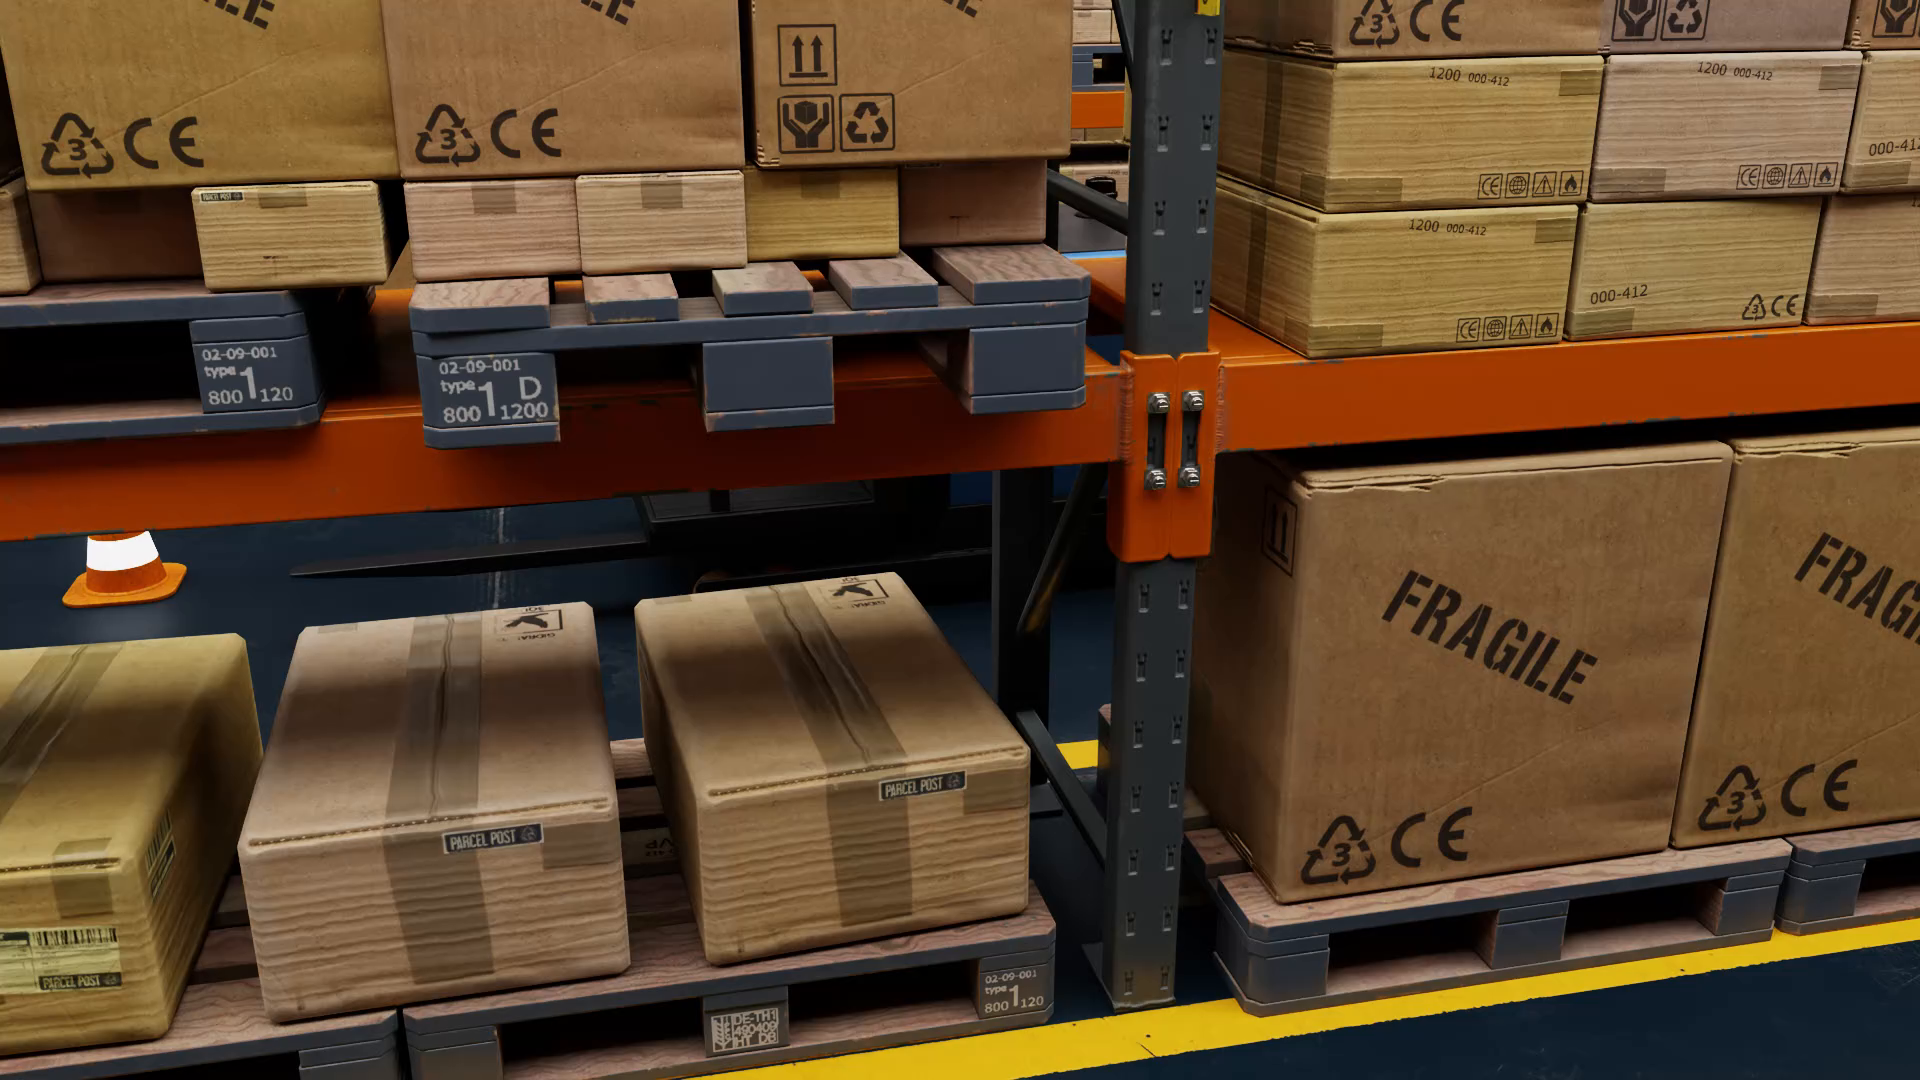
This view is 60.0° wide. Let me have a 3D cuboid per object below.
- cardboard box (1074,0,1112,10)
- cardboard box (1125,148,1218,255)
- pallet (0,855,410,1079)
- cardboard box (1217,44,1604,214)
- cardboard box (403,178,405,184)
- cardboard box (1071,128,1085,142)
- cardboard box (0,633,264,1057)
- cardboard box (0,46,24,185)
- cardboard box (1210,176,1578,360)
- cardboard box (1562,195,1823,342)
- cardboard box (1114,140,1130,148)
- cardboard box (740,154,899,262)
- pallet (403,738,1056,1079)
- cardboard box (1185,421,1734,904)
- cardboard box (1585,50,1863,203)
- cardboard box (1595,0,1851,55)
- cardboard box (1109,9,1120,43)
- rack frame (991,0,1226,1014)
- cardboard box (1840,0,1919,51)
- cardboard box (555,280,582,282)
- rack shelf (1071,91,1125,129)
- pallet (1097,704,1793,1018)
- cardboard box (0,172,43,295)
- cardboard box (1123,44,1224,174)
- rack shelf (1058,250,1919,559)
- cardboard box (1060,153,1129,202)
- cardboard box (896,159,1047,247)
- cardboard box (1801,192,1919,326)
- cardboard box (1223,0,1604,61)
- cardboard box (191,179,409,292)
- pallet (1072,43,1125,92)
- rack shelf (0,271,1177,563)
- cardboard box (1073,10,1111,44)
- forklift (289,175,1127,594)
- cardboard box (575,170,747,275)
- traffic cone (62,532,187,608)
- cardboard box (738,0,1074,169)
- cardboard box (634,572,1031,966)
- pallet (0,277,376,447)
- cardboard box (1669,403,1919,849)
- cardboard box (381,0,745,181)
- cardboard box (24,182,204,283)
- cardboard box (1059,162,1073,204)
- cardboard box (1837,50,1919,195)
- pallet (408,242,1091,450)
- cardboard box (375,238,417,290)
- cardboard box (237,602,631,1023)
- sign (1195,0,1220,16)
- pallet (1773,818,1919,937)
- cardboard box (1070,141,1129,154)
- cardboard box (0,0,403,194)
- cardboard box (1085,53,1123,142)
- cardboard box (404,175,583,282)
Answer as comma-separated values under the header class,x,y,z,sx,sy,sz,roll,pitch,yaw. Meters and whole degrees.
class,x,y,z,sx,sy,sz,roll,pitch,yaw
cardboard box,0.540,-2.571,7.794,0.250,0.149,0.380,-5,21,-12
cardboard box,0.683,-0.705,3.596,0.500,0.250,0.500,-5,21,-14
pallet,-1.696,0.818,3.275,1.213,0.211,1.003,-5,21,-12
cardboard box,0.800,-0.770,3.047,0.500,0.250,0.500,-5,21,-13
cardboard box,-0.941,-0.732,3.206,0.250,0.149,0.380,-5,21,-12
cardboard box,0.375,-3.353,13.086,0.875,0.875,1.225,-5,21,-14
cardboard box,-1.758,0.549,3.165,0.625,0.372,0.950,-4,20,-11
cardboard box,-1.651,-0.775,2.381,0.500,0.500,0.500,-6,21,-15
cardboard box,0.784,-0.532,3.125,0.500,0.250,0.500,-5,21,-13
cardboard box,1.280,-0.579,3.252,0.500,0.250,0.500,-5,21,-14
cardboard box,1.111,-1.937,8.676,0.500,0.250,0.500,-4,20,-10
cardboard box,-0.259,-0.577,2.784,0.250,0.149,0.380,-4,21,-12
pallet,-0.511,0.722,3.535,1.213,0.211,1.003,-5,21,-12
cardboard box,0.941,0.125,3.590,0.875,0.875,0.875,-5,21,-13
cardboard box,1.303,-0.811,3.158,0.500,0.250,0.500,-4,21,-11
cardboard box,1.267,-1.164,3.033,0.500,0.500,0.500,-5,21,-12
cardboard box,0.784,-2.450,7.896,0.250,0.149,0.380,-4,21,-12
rack frame,0.250,-0.648,3.223,0.127,3.000,1.000,-5,21,-12
cardboard box,1.774,-1.200,3.131,0.500,0.500,0.500,-4,21,-11
cardboard box,-1.601,-1.420,7.990,0.750,0.750,1.050,-5,21,-13
rack shelf,0.959,-2.118,8.281,4.000,0.370,1.077,-5,21,-12
pallet,1.035,0.624,3.804,1.213,0.211,1.003,-5,21,-12
cardboard box,-1.504,-0.474,2.501,0.250,0.149,0.380,-5,21,-14
cardboard box,0.663,-0.936,3.500,0.500,0.250,0.500,-5,21,-13
rack shelf,2.196,-0.469,3.779,4.000,0.370,1.077,-5,21,-12
cardboard box,0.718,-1.721,8.086,0.500,0.250,0.500,-4,21,-12
cardboard box,-0.015,-0.623,2.908,0.250,0.149,0.380,-4,20,-10
cardboard box,1.792,-0.618,3.360,0.500,0.250,0.500,-4,20,-11
cardboard box,0.786,-1.122,2.917,0.500,0.500,0.500,-5,21,-14
cardboard box,-1.005,-0.499,2.570,0.250,0.149,0.380,-4,21,-12
pallet,0.930,-2.377,8.223,1.213,0.211,1.003,-5,21,-12
rack shelf,-1.696,-0.152,2.915,4.000,0.370,1.077,-5,21,-12
cardboard box,0.539,-2.431,7.844,0.250,0.149,0.380,-4,20,-11
forklift,-0.606,-1.316,5.147,3.031,2.935,1.130,-6,21,-15
cardboard box,-0.494,-0.542,2.689,0.250,0.149,0.380,-5,21,-13
traffic cone,-2.706,-0.065,5.319,0.334,0.463,0.336,-5,21,-12
cardboard box,-0.128,-0.903,2.730,0.500,0.500,0.500,-5,21,-14
cardboard box,-0.302,0.430,3.490,0.625,0.372,0.950,-6,21,-16
pallet,-1.667,-0.388,2.791,1.213,0.211,1.003,-5,21,-12
cardboard box,1.810,0.056,3.779,0.875,0.875,0.875,-4,21,-12
cardboard box,-0.629,-0.858,2.609,0.500,0.500,0.500,-5,21,-13
cardboard box,-1.279,-0.521,2.630,0.250,0.149,0.380,-4,21,-12
cardboard box,0.233,-1.686,7.991,0.500,0.250,0.500,-5,21,-13
cardboard box,1.791,-0.846,3.254,0.500,0.250,0.500,-5,21,-13
pallet,-0.419,-0.466,3.005,1.003,0.211,1.213,-5,21,-12
cardboard box,-2.451,-1.350,7.798,0.750,0.750,1.050,-4,21,-12
cardboard box,-1.018,0.491,3.323,0.625,0.372,0.950,-5,21,-14
sign,0.384,-0.974,2.544,0.005,0.325,0.100,-5,21,-12
pallet,2.220,0.529,4.065,1.213,0.211,1.003,-5,21,-12
cardboard box,0.605,-1.893,8.555,0.500,0.250,0.500,-4,21,-11
cardboard box,-1.120,-0.818,2.499,0.500,0.500,0.500,-6,21,-16
cardboard box,1.244,-3.424,13.280,0.875,0.875,1.225,-5,21,-12
cardboard box,-0.741,-0.525,2.642,0.250,0.149,0.380,-6,21,-15
